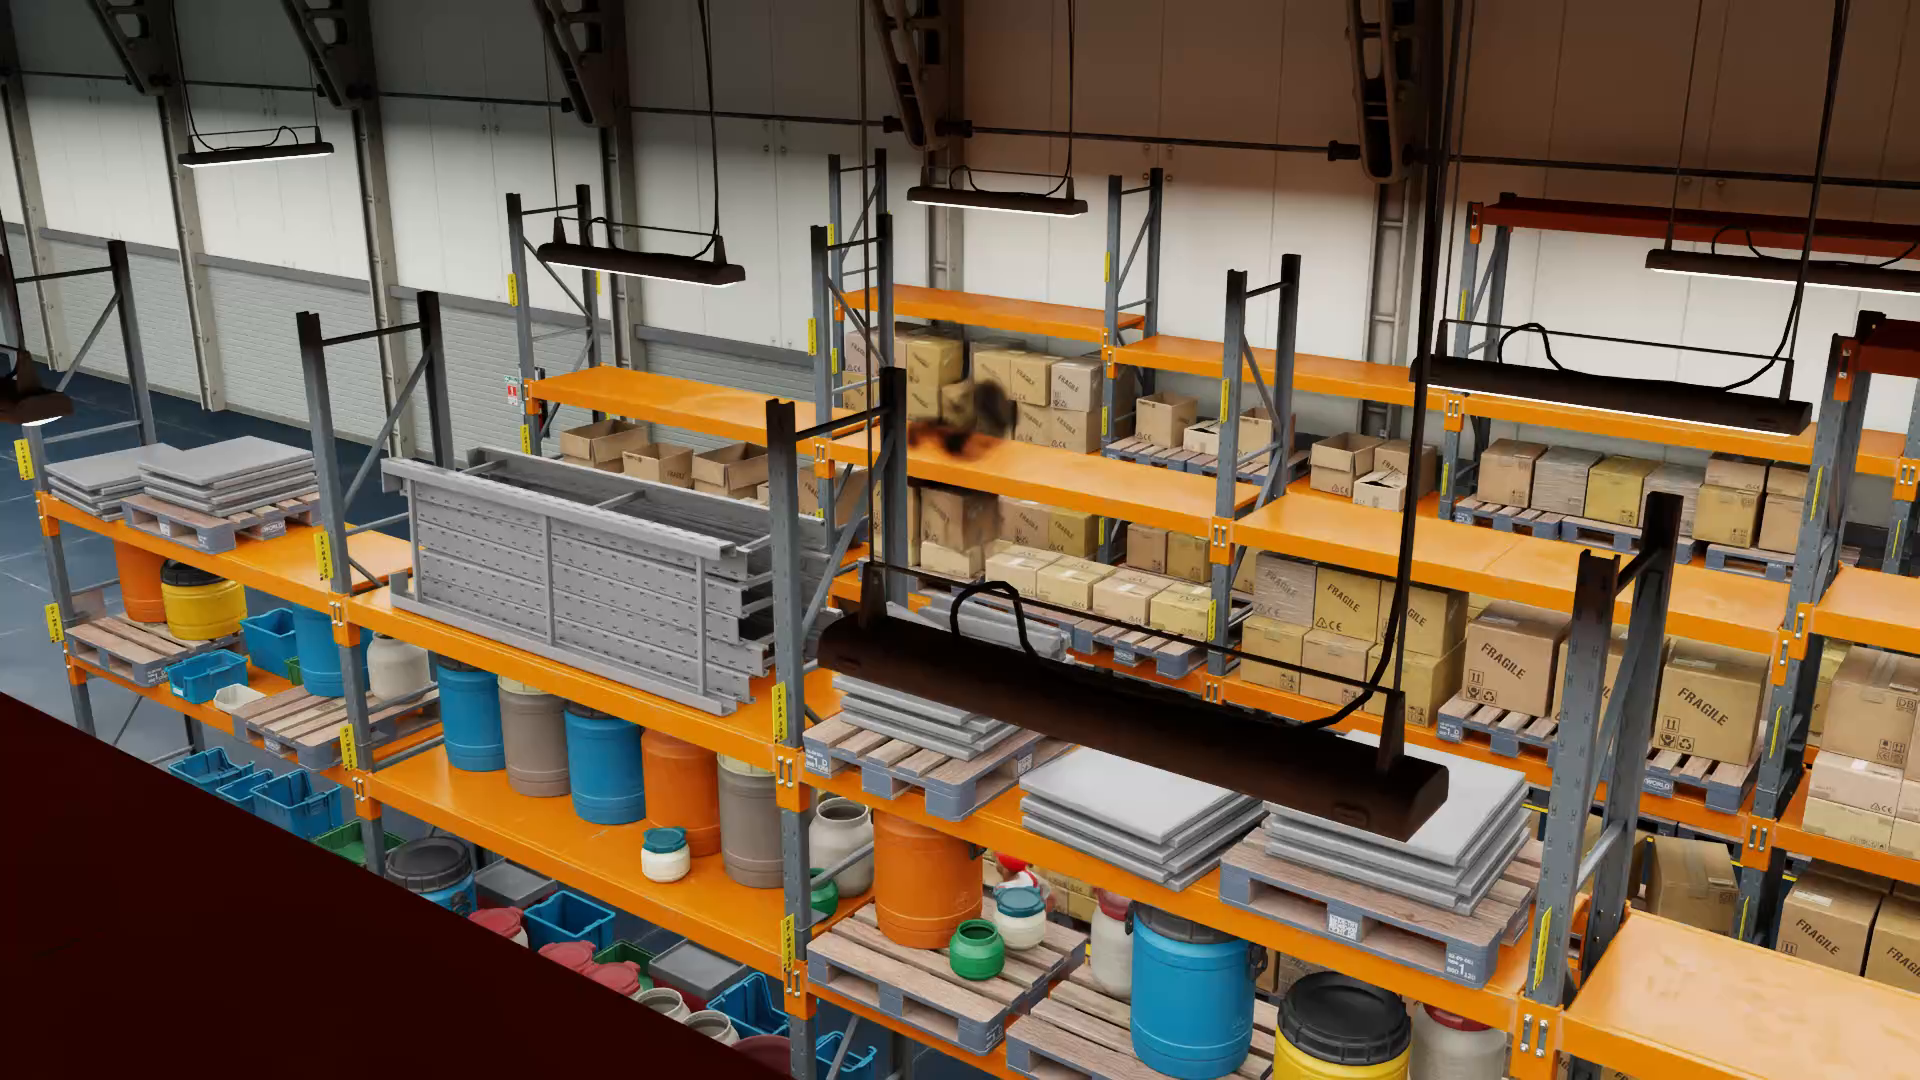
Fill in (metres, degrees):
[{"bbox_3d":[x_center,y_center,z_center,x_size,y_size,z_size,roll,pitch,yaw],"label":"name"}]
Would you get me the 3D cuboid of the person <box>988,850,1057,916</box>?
[{"bbox_3d":[0.316,3.029,12.474,0.599,1.739,0.659,11,21,29],"label":"person"}]
